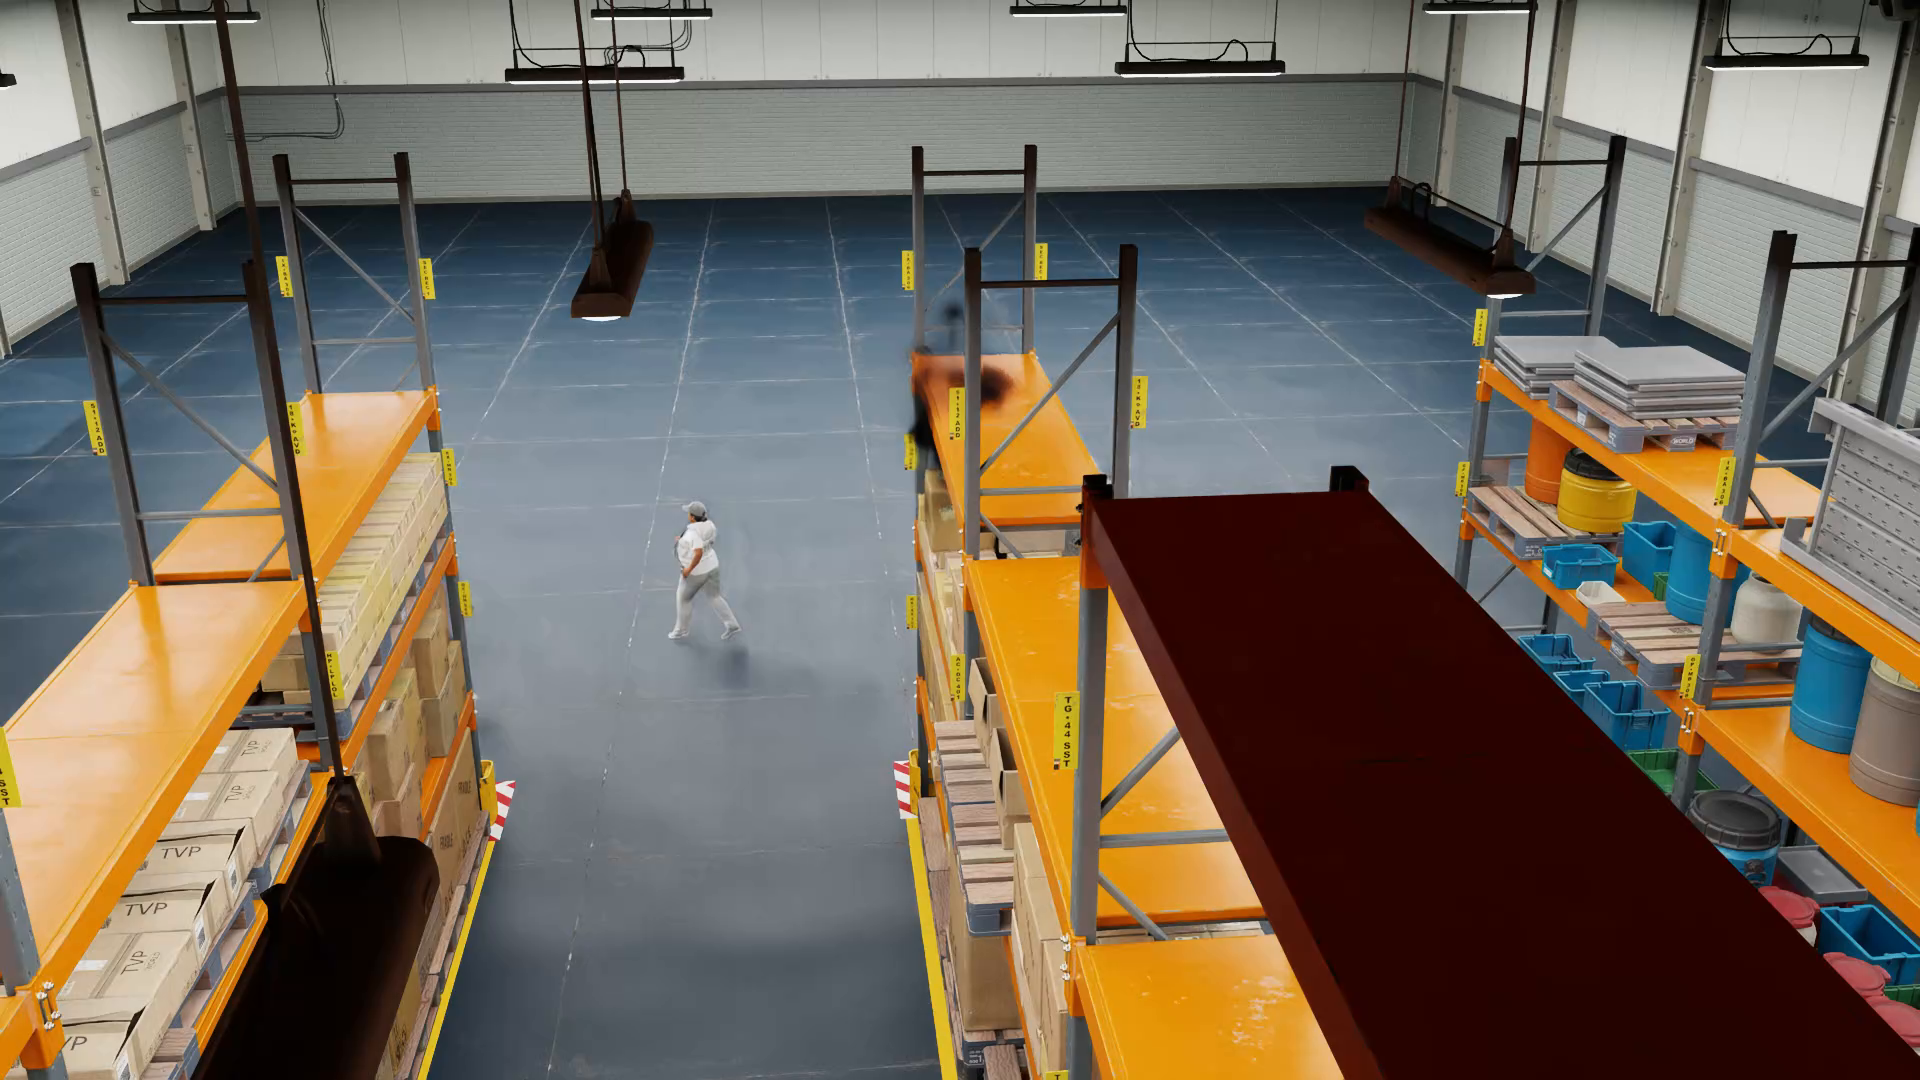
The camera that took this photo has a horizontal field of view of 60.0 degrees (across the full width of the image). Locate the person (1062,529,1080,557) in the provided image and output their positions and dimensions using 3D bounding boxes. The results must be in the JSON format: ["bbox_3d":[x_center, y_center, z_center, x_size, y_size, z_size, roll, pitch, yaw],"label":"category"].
[{"bbox_3d":[1.301,-0.225,19.819,0.705,1.783,0.628,5,22,13],"label":"person"}]

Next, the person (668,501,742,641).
[{"bbox_3d":[-2.875,0.367,18.413,0.912,1.679,0.597,13,25,30],"label":"person"}]
